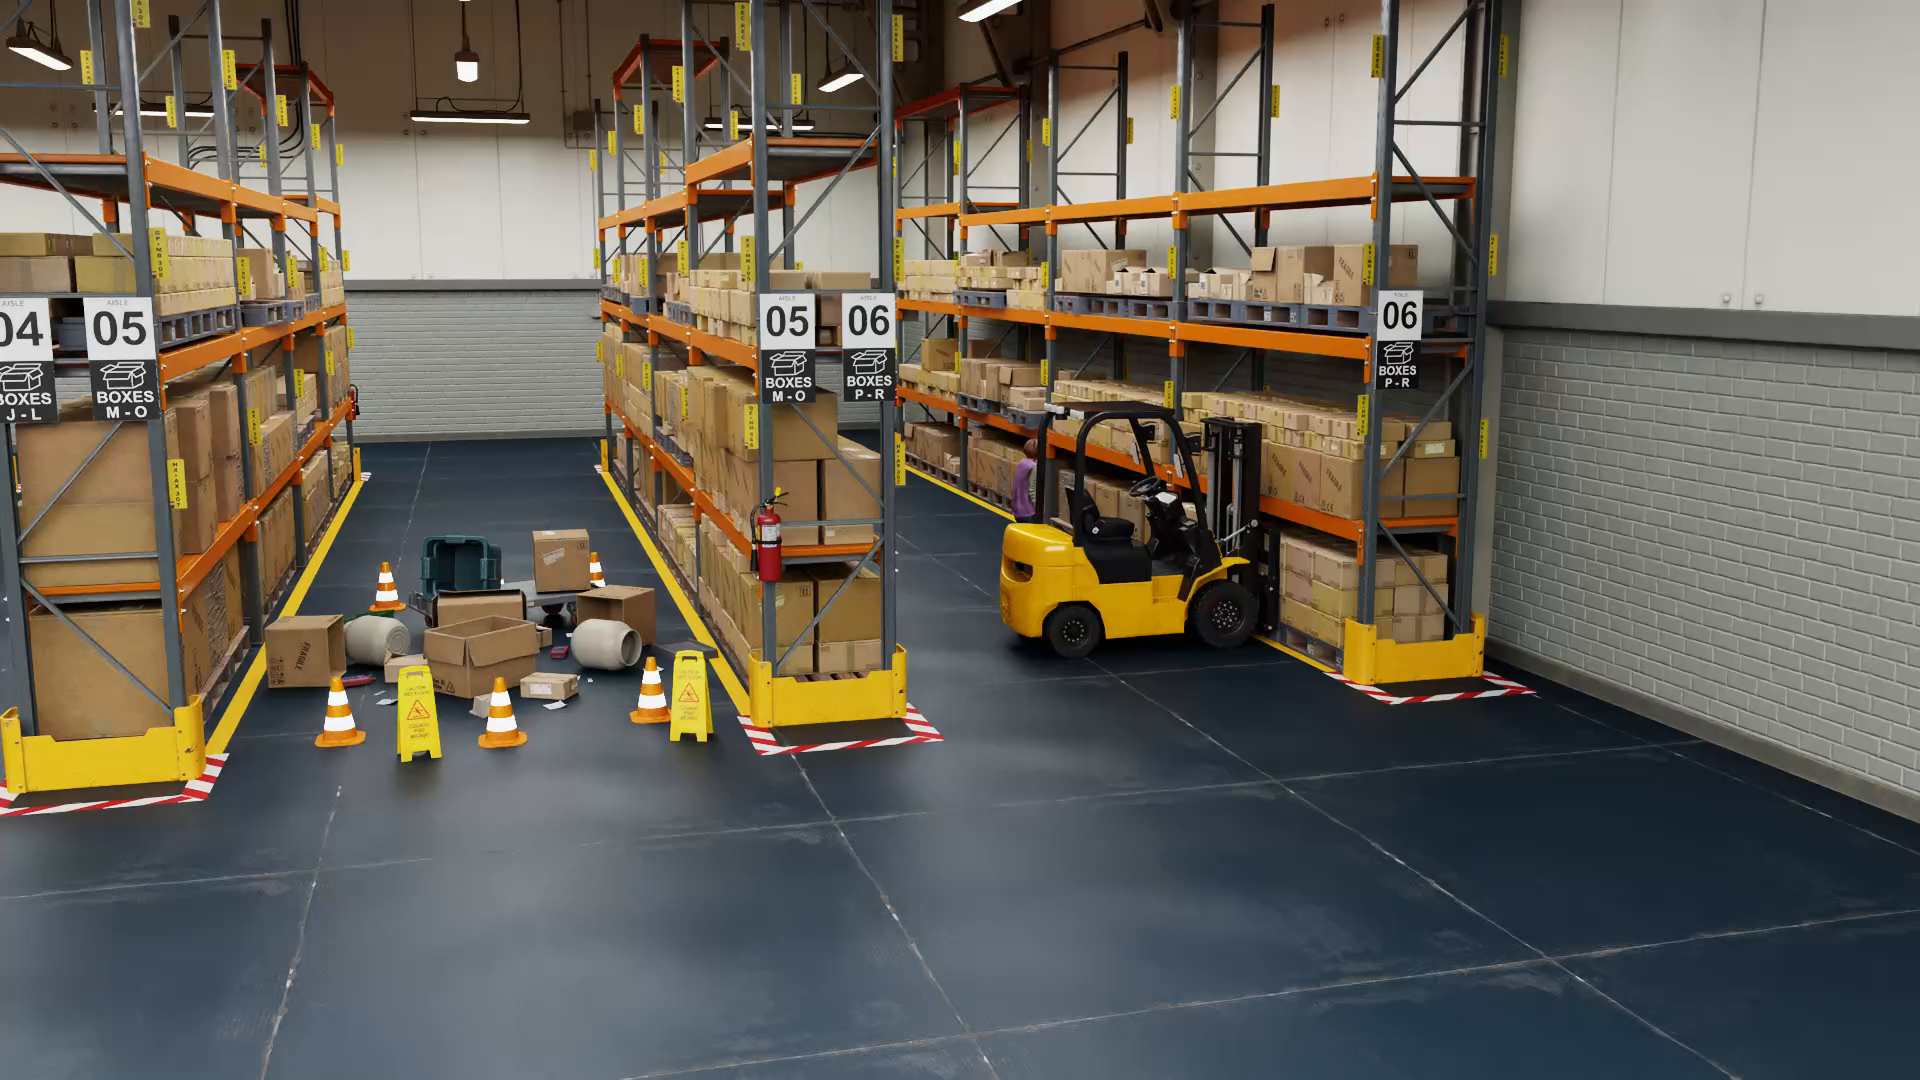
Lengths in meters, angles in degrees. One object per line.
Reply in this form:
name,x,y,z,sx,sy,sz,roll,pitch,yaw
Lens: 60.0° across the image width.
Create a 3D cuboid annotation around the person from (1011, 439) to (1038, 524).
person,0.726,-0.269,17.521,0.342,1.594,0.483,-3,10,-18
